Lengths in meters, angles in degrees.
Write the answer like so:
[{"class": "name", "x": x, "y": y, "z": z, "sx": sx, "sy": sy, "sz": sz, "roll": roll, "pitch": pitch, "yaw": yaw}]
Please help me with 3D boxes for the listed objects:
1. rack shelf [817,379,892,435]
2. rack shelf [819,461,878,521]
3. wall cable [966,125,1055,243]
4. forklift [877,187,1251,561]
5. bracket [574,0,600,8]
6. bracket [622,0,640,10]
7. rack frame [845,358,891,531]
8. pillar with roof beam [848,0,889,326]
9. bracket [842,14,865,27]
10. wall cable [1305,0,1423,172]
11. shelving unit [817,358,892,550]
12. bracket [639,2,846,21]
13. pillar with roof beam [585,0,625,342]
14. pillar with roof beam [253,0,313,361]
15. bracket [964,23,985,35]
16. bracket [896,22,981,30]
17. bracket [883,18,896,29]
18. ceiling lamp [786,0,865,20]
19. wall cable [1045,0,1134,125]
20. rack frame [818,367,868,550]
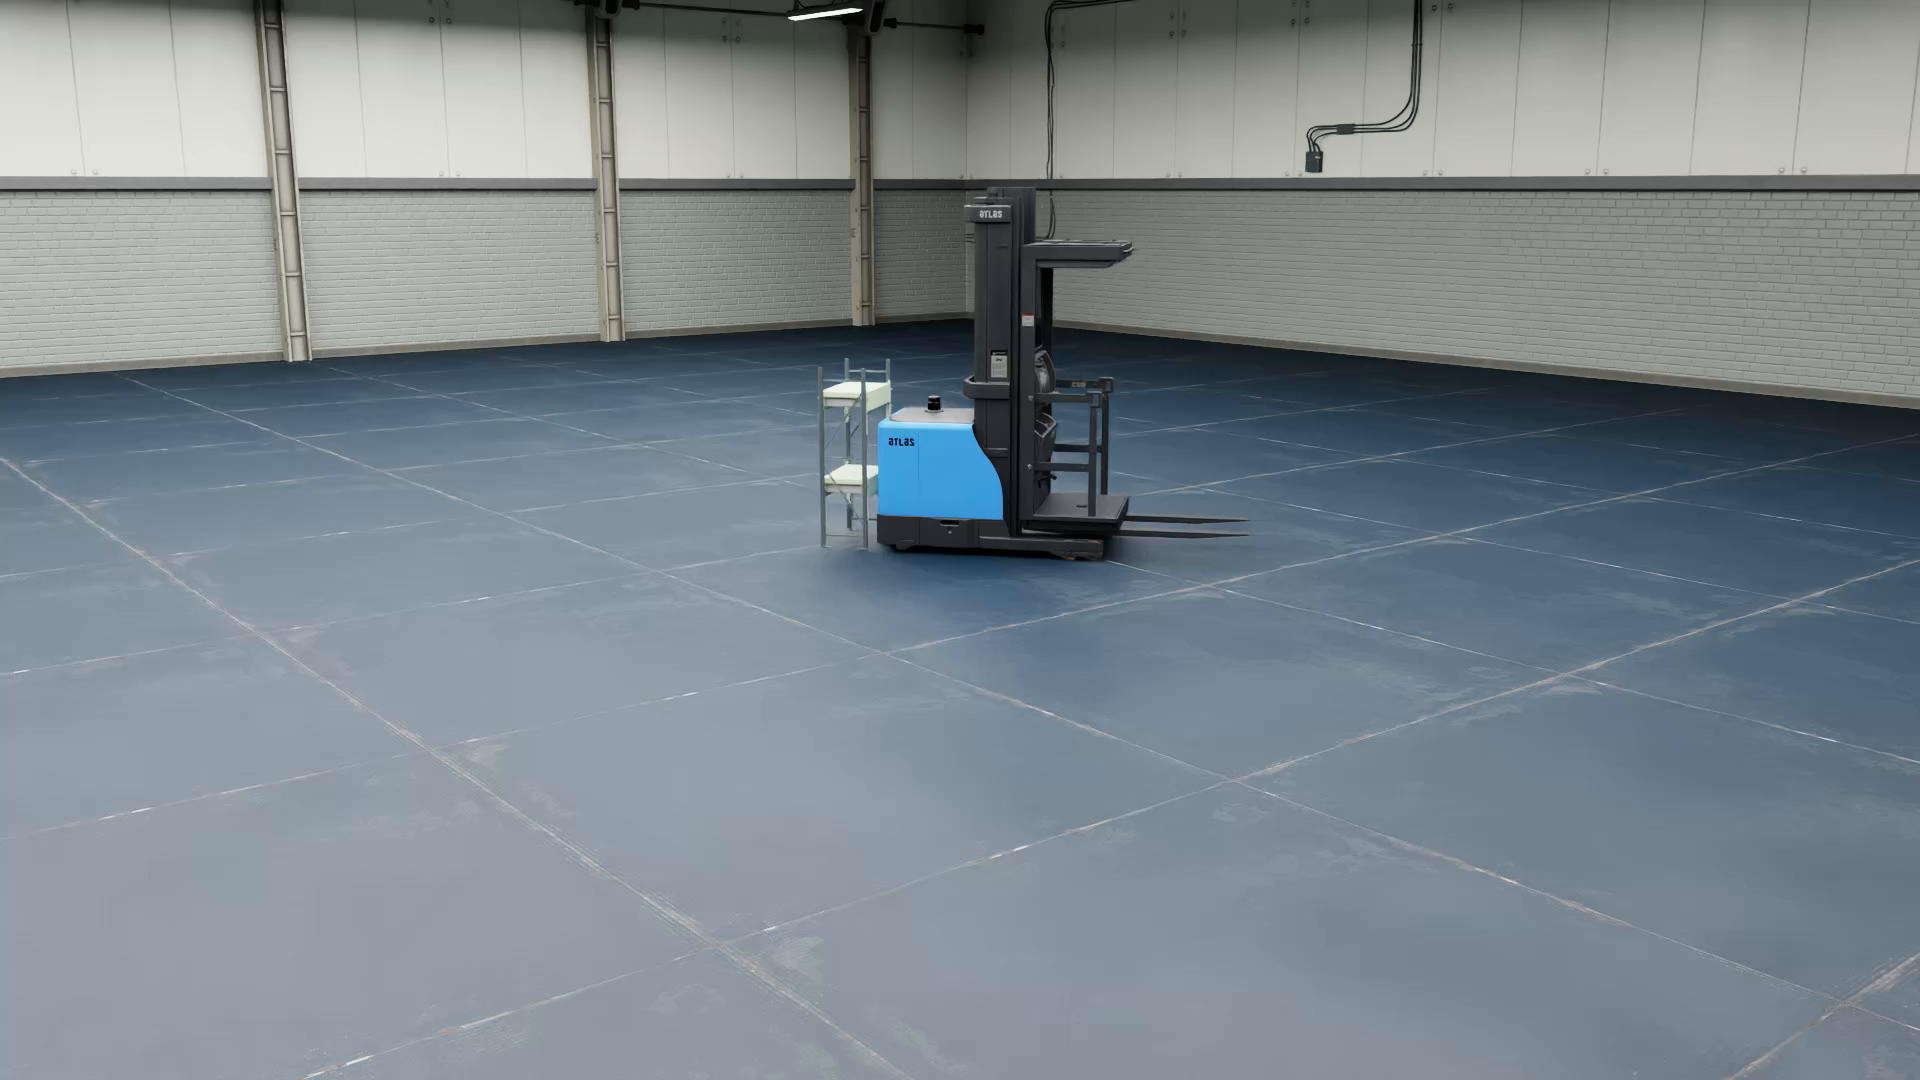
[{"class": "rack shelf", "x": -0.875, "y": -1.119, "z": 13.911, "sx": 0.431, "sy": 0.370, "sz": 0.720, "roll": 3, "pitch": 12, "yaw": 13}, {"class": "rack shelf", "x": -0.875, "y": -0.419, "z": 14.060, "sx": 0.431, "sy": 0.370, "sz": 0.720, "roll": 3, "pitch": 12, "yaw": 13}, {"class": "wall cable", "x": 1.028, "y": -7.725, "z": 36.322, "sx": 0.112, "sy": 2.526, "sz": 3.097, "roll": -9, "pitch": 15, "yaw": -38}, {"class": "forklift", "x": 0.883, "y": -1.383, "z": 13.586, "sx": 3.031, "sy": 2.935, "sz": 1.130, "roll": 2, "pitch": 12, "yaw": 10}, {"class": "bracket", "x": -6.886, "y": -9.947, "z": 30.644, "sx": 0.430, "sy": 0.232, "sz": 0.235, "roll": -9, "pitch": 15, "yaw": -38}, {"class": "bracket", "x": -6.238, "y": -10.055, "z": 31.151, "sx": 0.430, "sy": 0.232, "sz": 0.235, "roll": -9, "pitch": 15, "yaw": -38}, {"class": "rack frame", "x": -0.790, "y": -0.812, "z": 14.340, "sx": 0.400, "sy": 1.500, "sz": 0.023, "roll": 3, "pitch": 12, "yaw": 13}, {"class": "pillar with roof beam", "x": 0.590, "y": -8.378, "z": 31.921, "sx": 0.548, "sy": 9.000, "sz": 9.100, "roll": -9, "pitch": 15, "yaw": -38}, {"class": "bracket", "x": -2.201, "y": -10.726, "z": 34.310, "sx": 0.430, "sy": 0.232, "sz": 0.235, "roll": -9, "pitch": 15, "yaw": -38}, {"class": "wall cable", "x": 6.946, "y": -9.366, "z": 28.385, "sx": 0.169, "sy": 6.003, "sz": 2.305, "roll": -9, "pitch": 15, "yaw": -38}, {"class": "shelving unit", "x": -0.875, "y": -0.738, "z": 13.992, "sx": 0.431, "sy": 1.500, "sz": 0.755, "roll": 3, "pitch": 12, "yaw": 13}, {"class": "bracket", "x": -4.213, "y": -10.392, "z": 32.736, "sx": 4.783, "sy": 0.066, "sz": 0.076, "roll": -9, "pitch": 15, "yaw": -38}, {"class": "pillar with roof beam", "x": -4.095, "y": -7.600, "z": 28.254, "sx": 0.548, "sy": 9.000, "sz": 9.100, "roll": -9, "pitch": 15, "yaw": -38}, {"class": "pillar with roof beam", "x": -8.780, "y": -6.821, "z": 24.588, "sx": 0.400, "sy": 9.000, "sz": 9.100, "roll": -9, "pitch": 15, "yaw": -38}, {"class": "bracket", "x": 0.297, "y": -11.141, "z": 36.266, "sx": 0.430, "sy": 0.232, "sz": 0.235, "roll": -9, "pitch": 15, "yaw": -38}, {"class": "bracket", "x": -0.164, "y": -11.064, "z": 35.905, "sx": 3.189, "sy": 0.066, "sz": 0.076, "roll": -9, "pitch": 15, "yaw": -38}, {"class": "bracket", "x": -1.553, "y": -10.834, "z": 34.818, "sx": 0.430, "sy": 0.232, "sz": 0.235, "roll": -9, "pitch": 15, "yaw": -38}, {"class": "ceiling lamp", "x": -2.149, "y": -10.660, "z": 28.614, "sx": 0.800, "sy": 3.185, "sz": 2.000, "roll": -9, "pitch": 15, "yaw": -38}, {"class": "wall cable", "x": 2.718, "y": -9.757, "z": 33.731, "sx": 0.112, "sy": 2.526, "sz": 3.097, "roll": -9, "pitch": 15, "yaw": -38}, {"class": "rack frame", "x": -0.960, "y": -0.664, "z": 13.644, "sx": 0.400, "sy": 1.500, "sz": 0.023, "roll": 3, "pitch": 12, "yaw": 13}]
